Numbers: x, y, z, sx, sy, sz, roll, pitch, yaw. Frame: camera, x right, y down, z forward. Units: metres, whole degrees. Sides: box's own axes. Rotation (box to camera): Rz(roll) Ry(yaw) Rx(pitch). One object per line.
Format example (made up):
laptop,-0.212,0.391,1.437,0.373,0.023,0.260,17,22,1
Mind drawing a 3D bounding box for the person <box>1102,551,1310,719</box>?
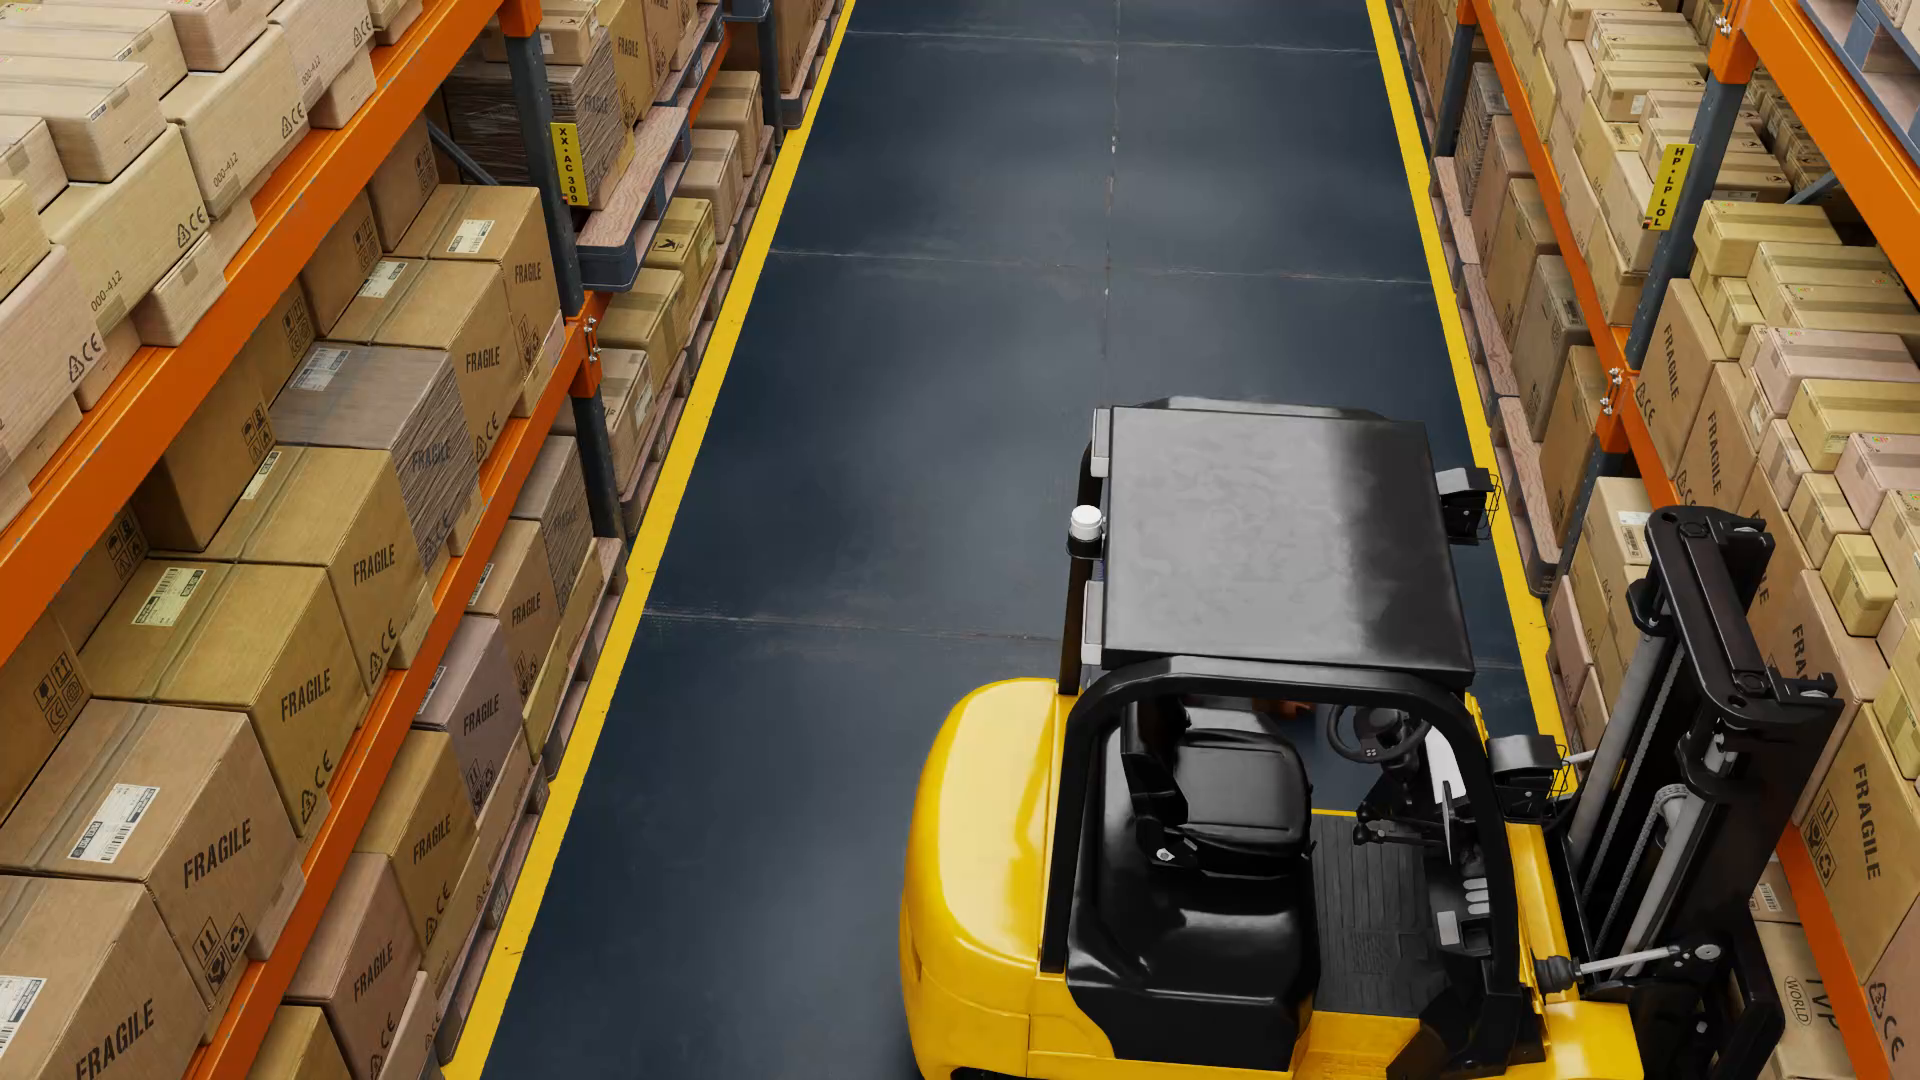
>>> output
person,0.988,0.292,6.488,0.903,0.807,0.523,2,40,2
